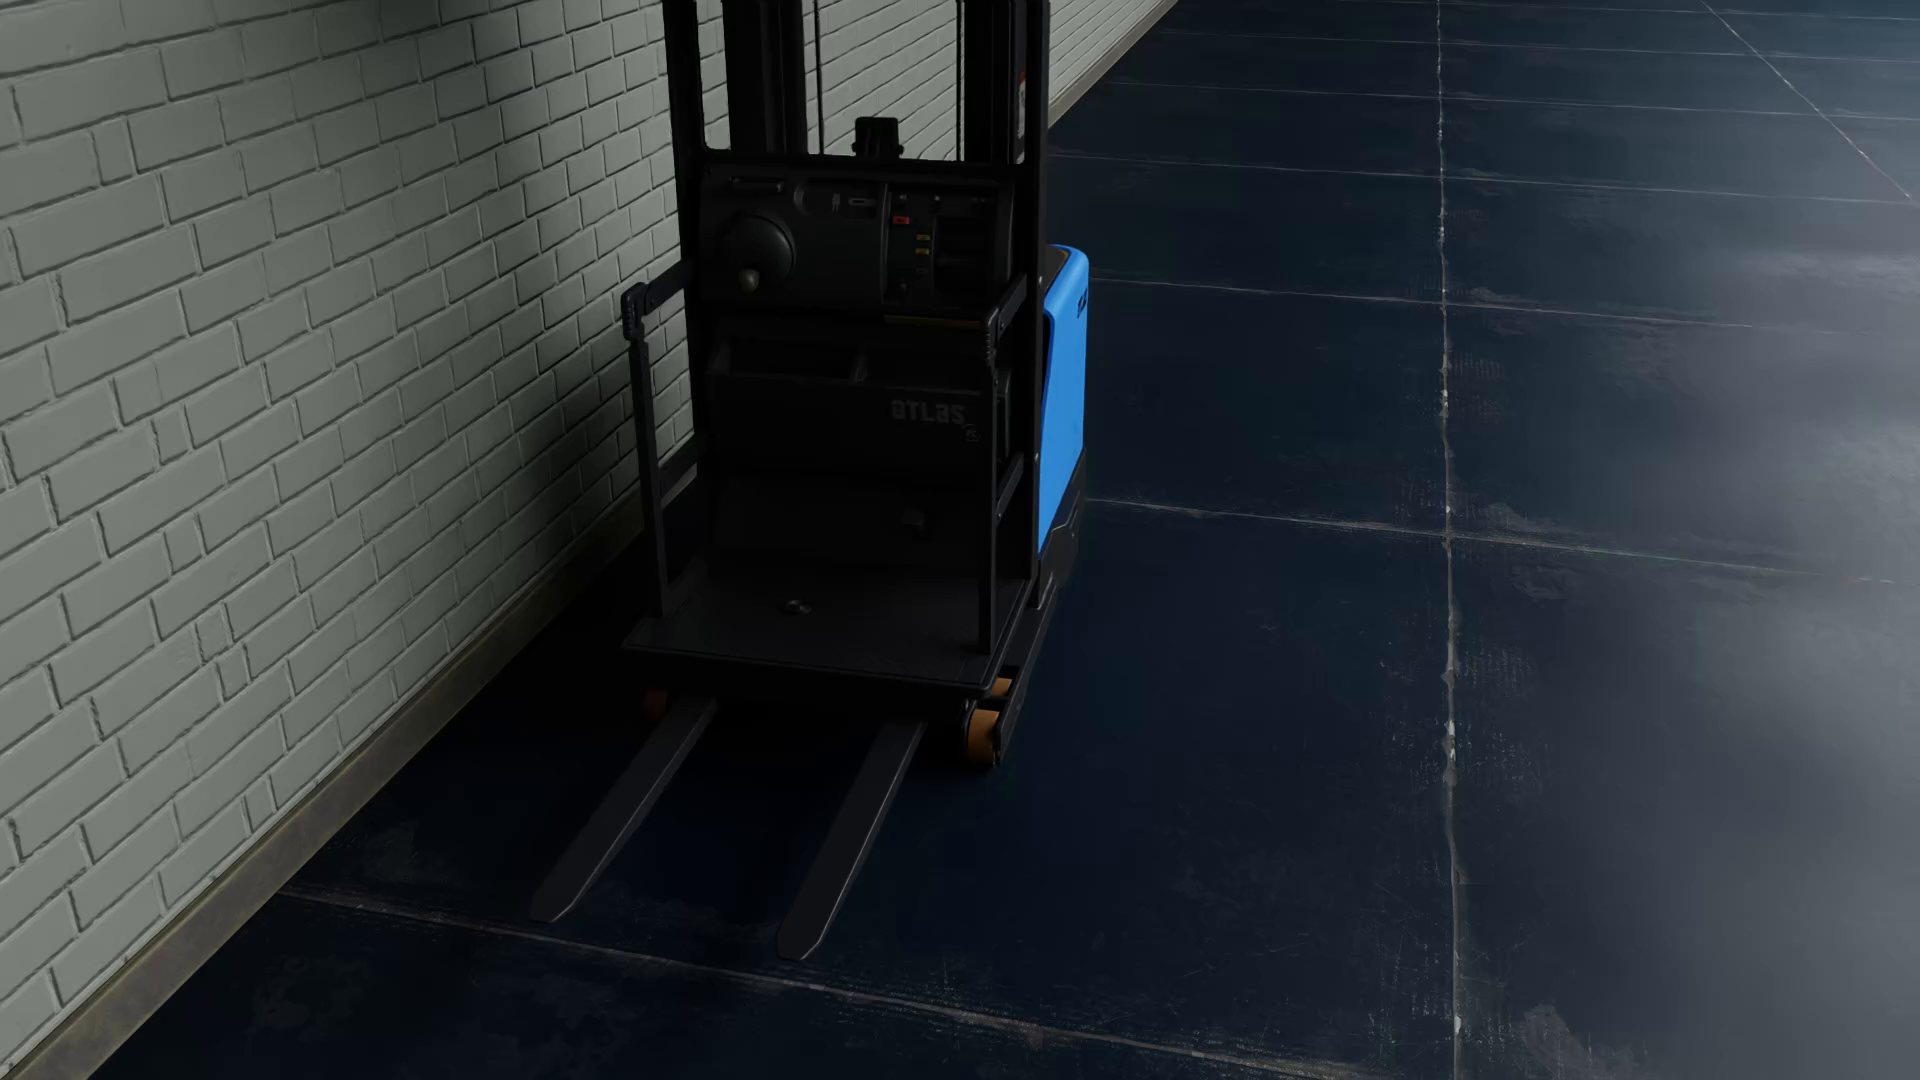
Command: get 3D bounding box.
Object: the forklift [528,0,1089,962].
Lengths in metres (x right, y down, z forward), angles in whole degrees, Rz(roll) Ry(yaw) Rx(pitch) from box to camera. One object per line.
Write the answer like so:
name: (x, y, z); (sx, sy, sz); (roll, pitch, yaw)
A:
forklift: (-0.349, -0.841, 4.607); (1.130, 2.935, 3.031); (6, 26, 11)
